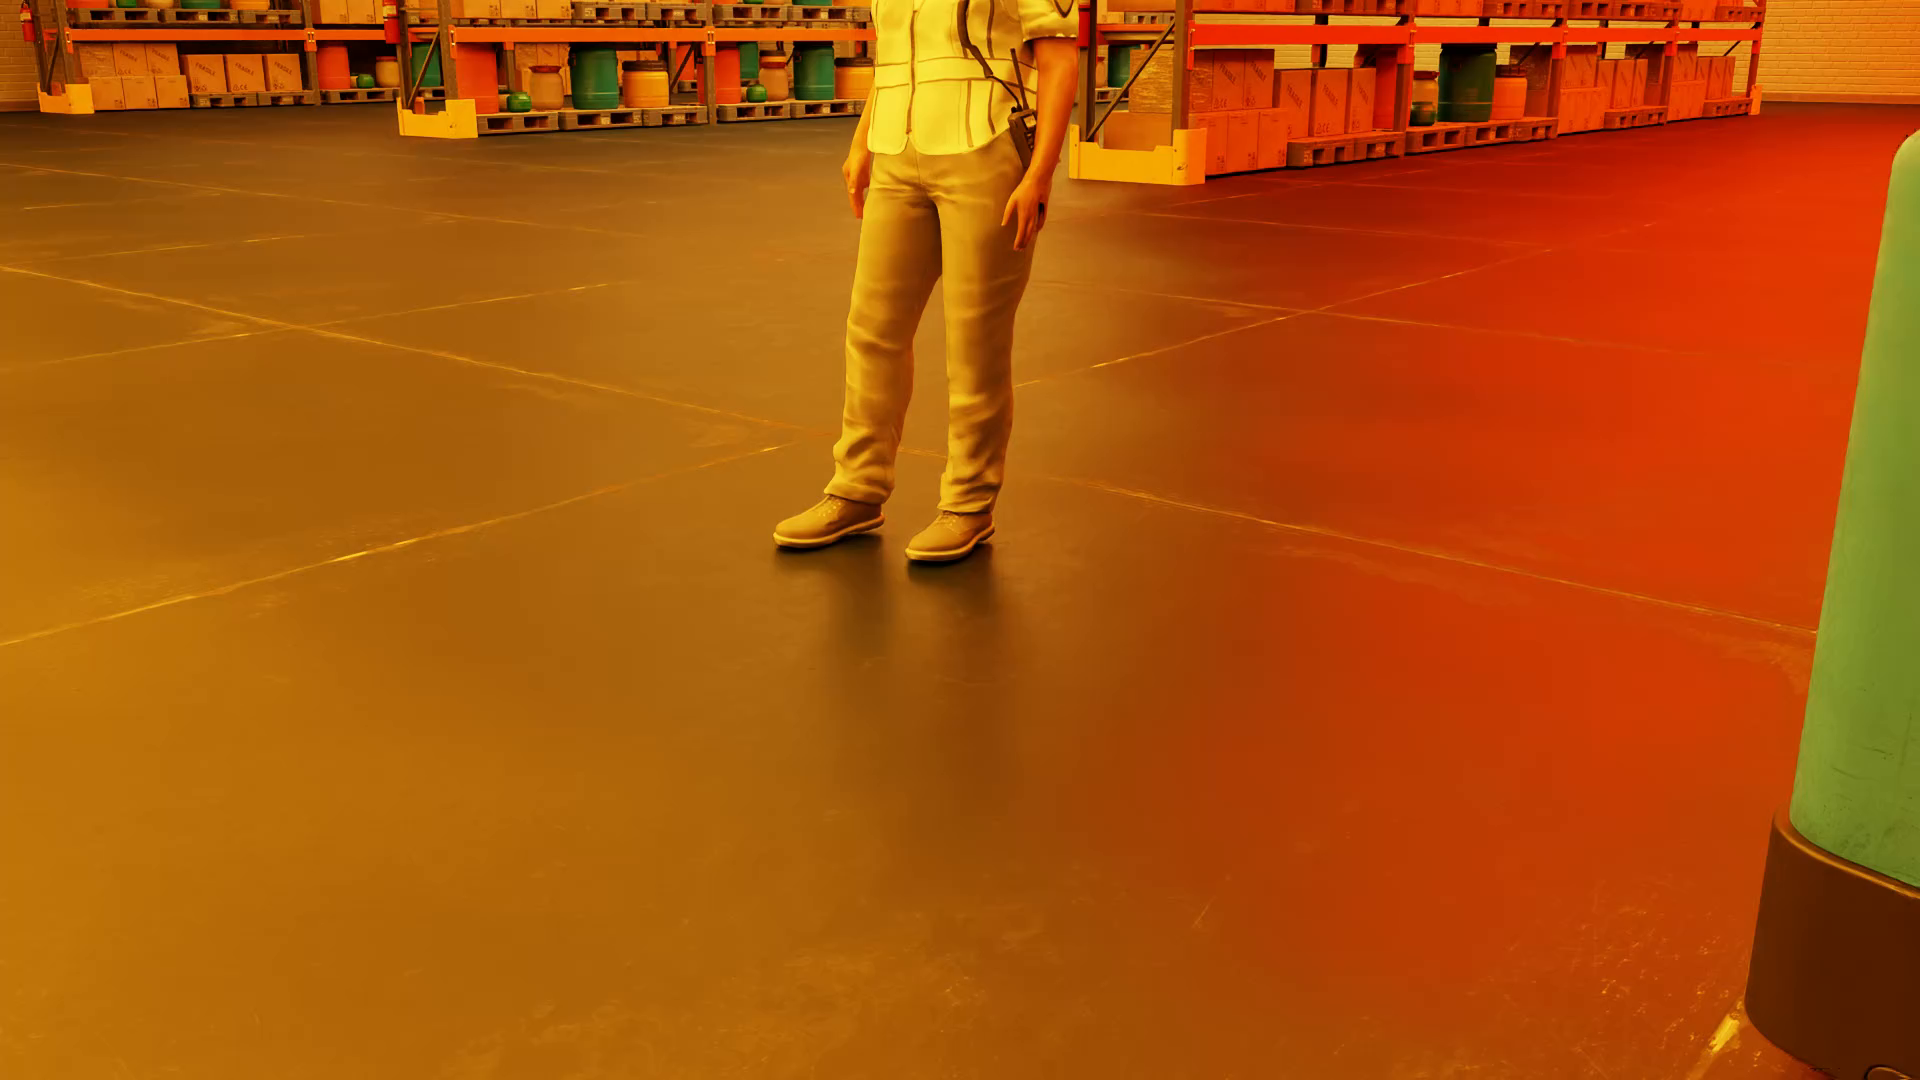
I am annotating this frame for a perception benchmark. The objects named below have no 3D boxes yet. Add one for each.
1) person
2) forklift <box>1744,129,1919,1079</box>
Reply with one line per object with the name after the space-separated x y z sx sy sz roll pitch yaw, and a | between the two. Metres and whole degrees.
-0.071 -0.794 3.659 0.585 1.670 0.529 13 21 37 | person
2.144 -0.514 0.591 1.130 2.935 3.031 -11 20 -33 | forklift
